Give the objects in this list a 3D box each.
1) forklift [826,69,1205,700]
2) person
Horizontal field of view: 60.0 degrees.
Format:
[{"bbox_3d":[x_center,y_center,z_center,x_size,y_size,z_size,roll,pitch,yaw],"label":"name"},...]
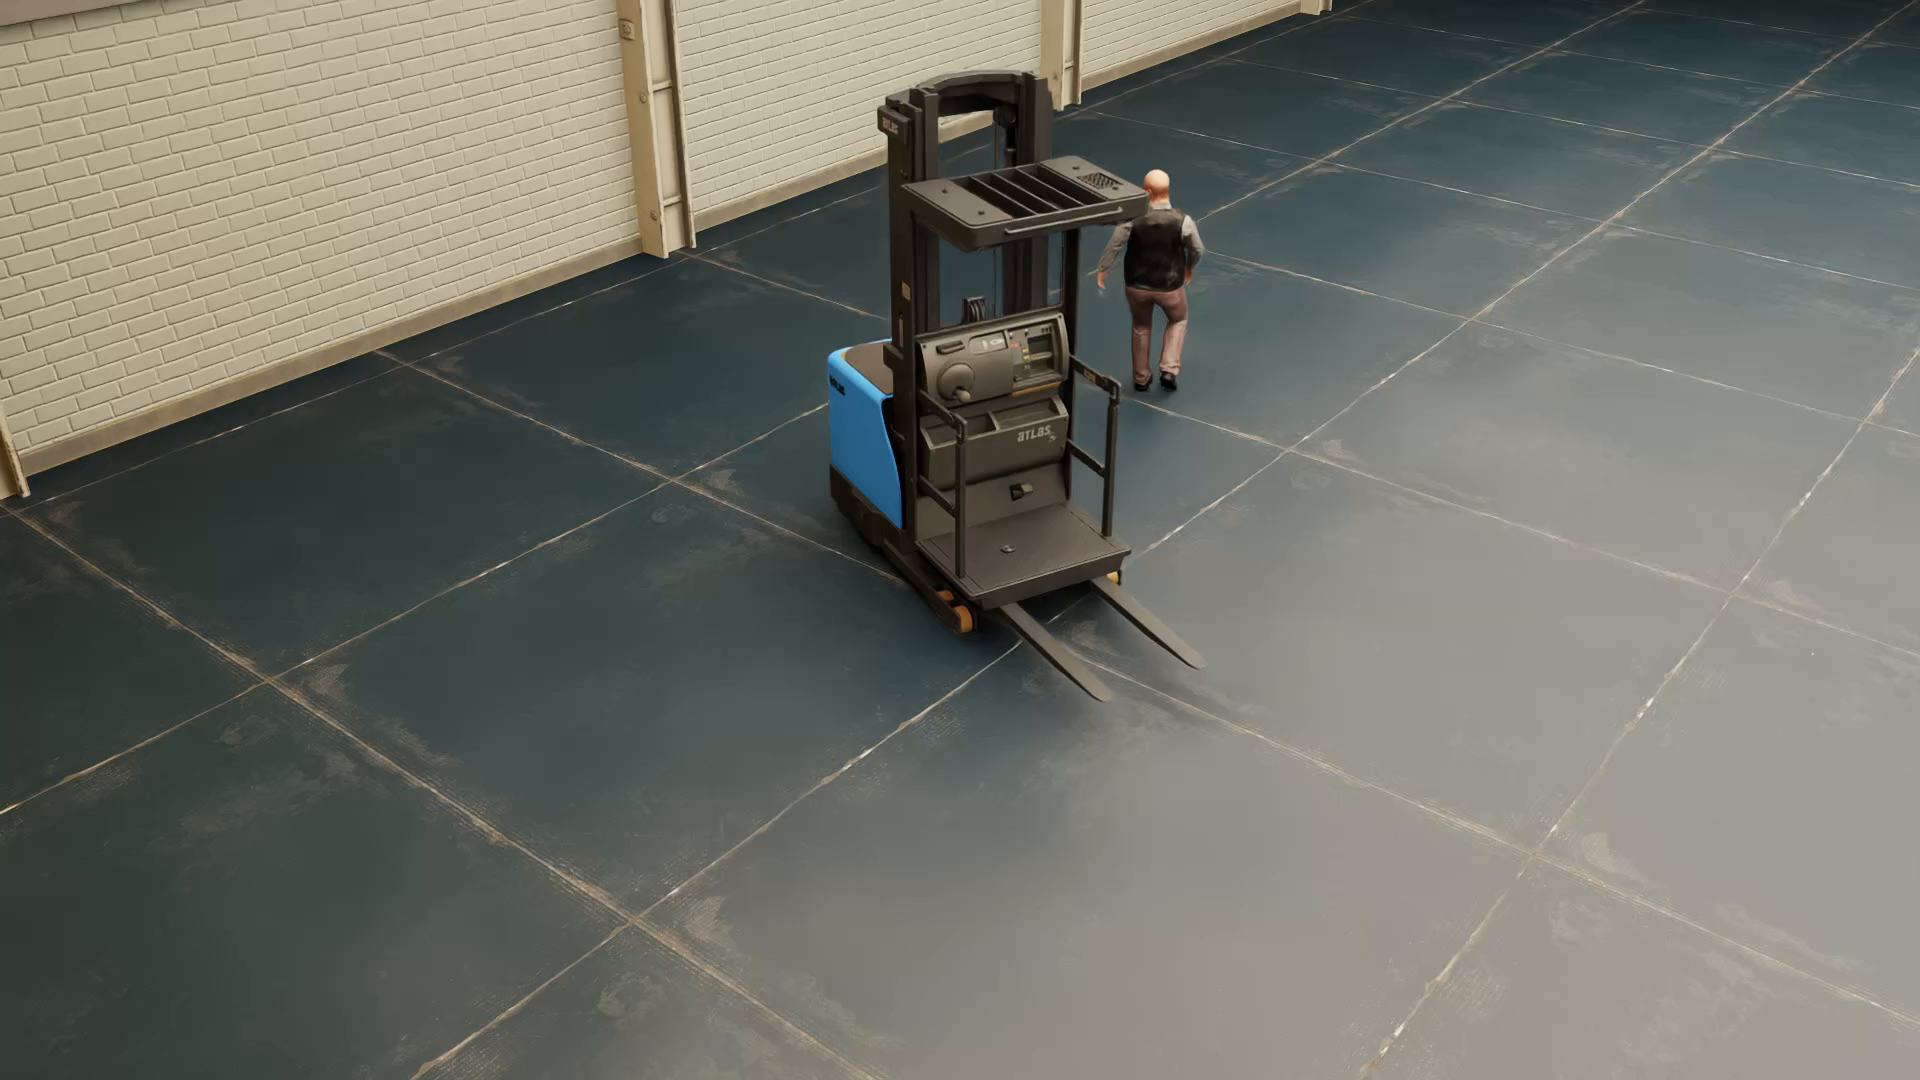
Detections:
[{"bbox_3d":[0.294,-0.996,9.299,1.130,2.935,3.031,-15,34,-25],"label":"forklift"},{"bbox_3d":[1.450,-1.901,12.116,0.889,1.740,0.493,11,32,18],"label":"person"}]
